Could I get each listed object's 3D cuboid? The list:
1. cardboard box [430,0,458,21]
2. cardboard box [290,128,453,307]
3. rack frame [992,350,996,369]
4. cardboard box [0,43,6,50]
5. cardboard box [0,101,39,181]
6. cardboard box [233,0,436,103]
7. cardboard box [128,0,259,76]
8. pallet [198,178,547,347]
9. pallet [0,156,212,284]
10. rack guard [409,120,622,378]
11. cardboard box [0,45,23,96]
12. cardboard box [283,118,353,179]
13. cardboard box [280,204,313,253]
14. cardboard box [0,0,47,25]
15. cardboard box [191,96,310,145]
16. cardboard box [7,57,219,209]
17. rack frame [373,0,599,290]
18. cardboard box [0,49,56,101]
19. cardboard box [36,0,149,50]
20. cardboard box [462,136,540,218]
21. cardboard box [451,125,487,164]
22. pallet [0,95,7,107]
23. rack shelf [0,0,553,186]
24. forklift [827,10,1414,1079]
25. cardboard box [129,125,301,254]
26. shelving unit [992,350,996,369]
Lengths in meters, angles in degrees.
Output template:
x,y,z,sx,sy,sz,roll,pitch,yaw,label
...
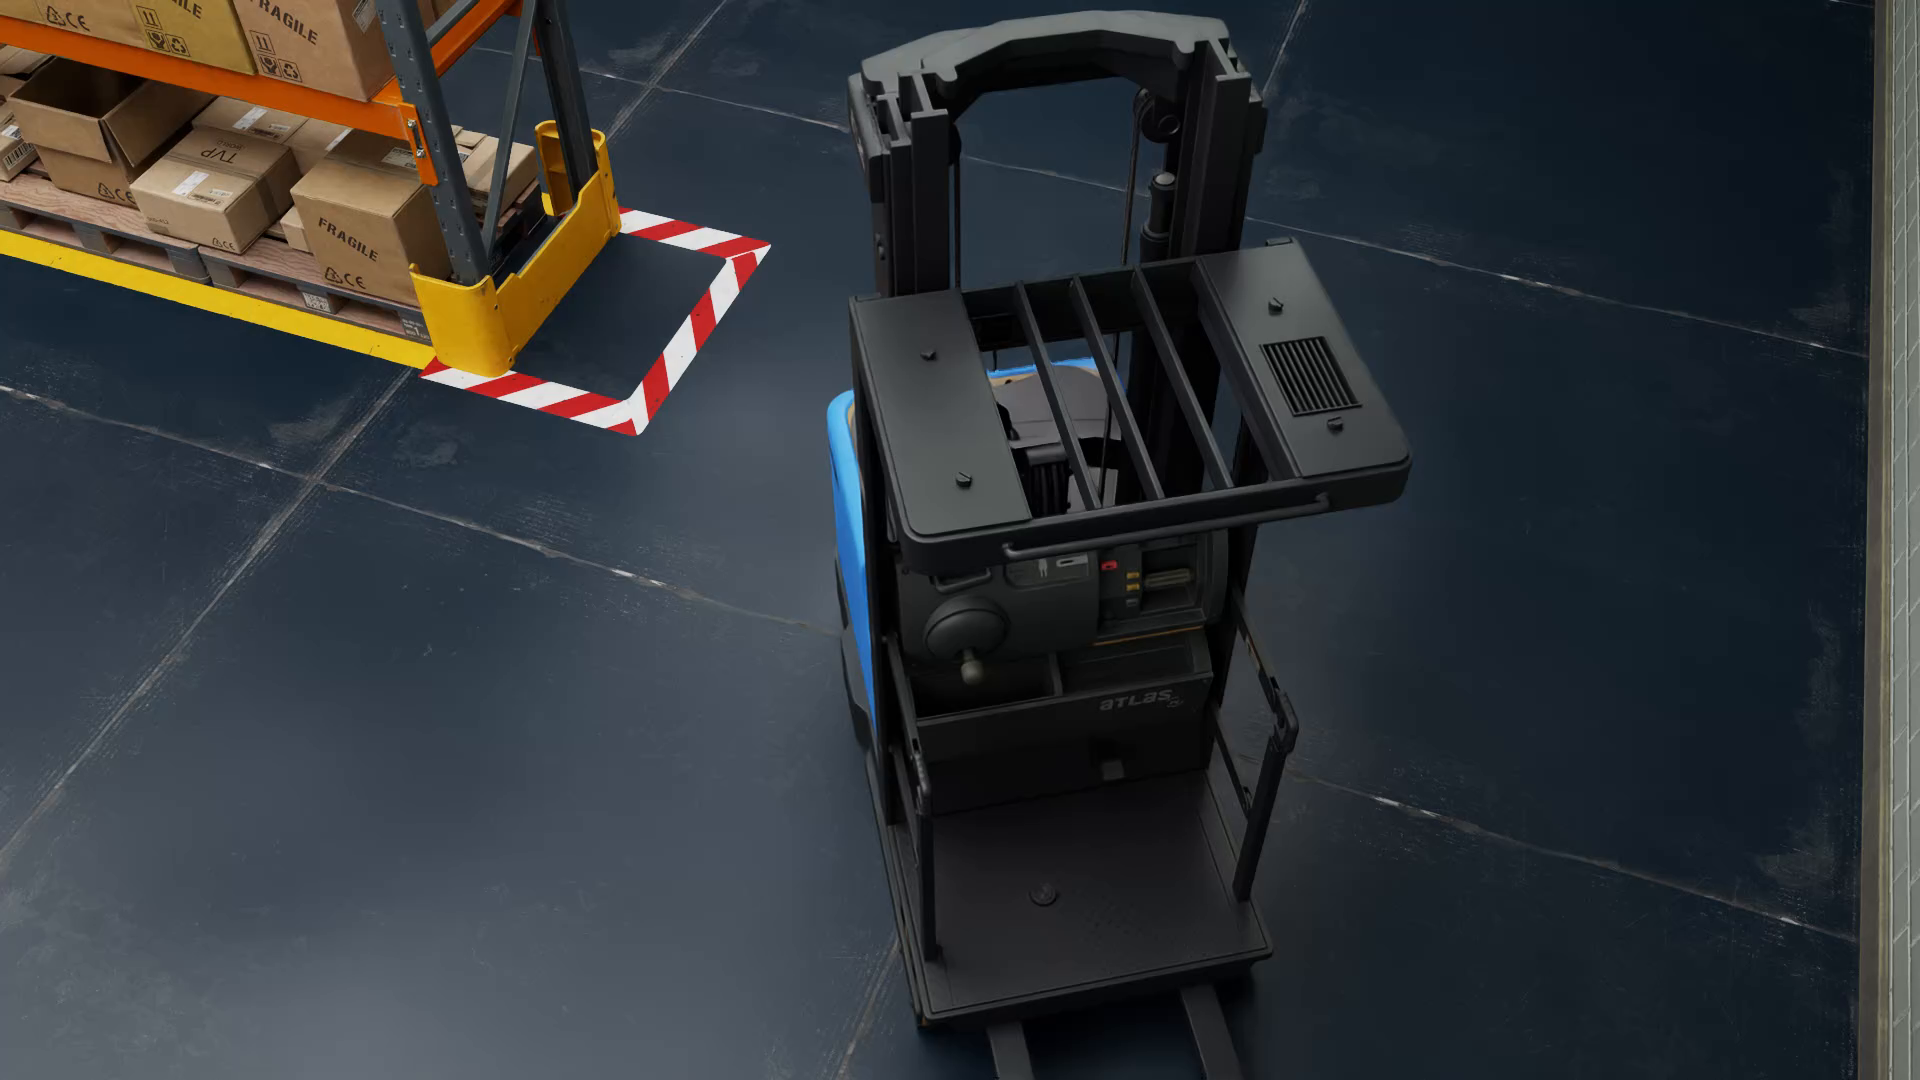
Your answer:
x,y,z,sx,sy,sz,roll,pitch,yaw,label
-2.207,-2.449,6.688,0.500,0.500,0.500,17,51,14,cardboard box
-2.477,-1.406,7.213,0.500,0.500,0.500,16,51,13,cardboard box
0.089,-0.306,6.287,0.006,0.900,0.240,14,51,12,rack frame
-5.001,-2.538,8.194,0.500,0.500,0.500,16,51,13,cardboard box
-4.500,-1.894,7.857,0.250,0.166,0.380,16,51,13,cardboard box
-2.396,-2.070,6.359,0.500,0.500,0.500,17,51,14,cardboard box
-2.884,-2.203,6.475,0.500,0.500,0.500,16,51,13,cardboard box
-2.701,-1.427,7.714,1.213,0.211,1.003,16,51,13,pallet
-3.842,-1.748,7.992,1.213,0.211,1.003,16,51,13,pallet
-1.953,-1.314,7.425,0.348,0.500,1.175,16,51,13,rack guard
-4.629,-2.367,8.278,0.250,0.149,0.380,16,51,13,cardboard box
-2.763,-1.831,7.747,0.500,0.250,0.500,16,51,13,cardboard box
-2.826,-1.467,7.487,0.250,0.166,0.380,16,51,13,cardboard box
-3.823,-2.470,6.706,0.500,0.500,0.500,15,51,13,cardboard box
-3.232,-1.962,7.860,0.500,0.250,0.500,16,51,13,cardboard box
-3.870,-1.998,7.725,0.637,0.503,0.797,16,51,13,cardboard box
-1.882,-2.113,6.463,0.127,3.000,1.000,16,51,13,rack frame
-4.298,-2.279,8.095,0.500,0.311,0.500,16,51,13,cardboard box
-3.350,-2.338,6.592,0.500,0.500,0.500,16,51,13,cardboard box
-2.156,-1.677,7.680,0.250,0.149,0.380,16,51,13,cardboard box
-2.390,-1.748,7.730,0.250,0.166,0.380,16,51,13,cardboard box
-4.990,-2.066,8.268,1.213,0.211,1.003,16,51,13,pallet
-3.758,-2.401,7.189,4.000,0.370,1.077,16,51,13,rack shelf
0.334,0.259,4.453,1.130,2.935,3.031,-9,50,-8,forklift
-3.358,-1.594,7.542,0.500,0.250,0.500,16,51,13,cardboard box
-0.007,-0.331,6.308,0.210,0.900,0.258,14,51,12,shelving unit
